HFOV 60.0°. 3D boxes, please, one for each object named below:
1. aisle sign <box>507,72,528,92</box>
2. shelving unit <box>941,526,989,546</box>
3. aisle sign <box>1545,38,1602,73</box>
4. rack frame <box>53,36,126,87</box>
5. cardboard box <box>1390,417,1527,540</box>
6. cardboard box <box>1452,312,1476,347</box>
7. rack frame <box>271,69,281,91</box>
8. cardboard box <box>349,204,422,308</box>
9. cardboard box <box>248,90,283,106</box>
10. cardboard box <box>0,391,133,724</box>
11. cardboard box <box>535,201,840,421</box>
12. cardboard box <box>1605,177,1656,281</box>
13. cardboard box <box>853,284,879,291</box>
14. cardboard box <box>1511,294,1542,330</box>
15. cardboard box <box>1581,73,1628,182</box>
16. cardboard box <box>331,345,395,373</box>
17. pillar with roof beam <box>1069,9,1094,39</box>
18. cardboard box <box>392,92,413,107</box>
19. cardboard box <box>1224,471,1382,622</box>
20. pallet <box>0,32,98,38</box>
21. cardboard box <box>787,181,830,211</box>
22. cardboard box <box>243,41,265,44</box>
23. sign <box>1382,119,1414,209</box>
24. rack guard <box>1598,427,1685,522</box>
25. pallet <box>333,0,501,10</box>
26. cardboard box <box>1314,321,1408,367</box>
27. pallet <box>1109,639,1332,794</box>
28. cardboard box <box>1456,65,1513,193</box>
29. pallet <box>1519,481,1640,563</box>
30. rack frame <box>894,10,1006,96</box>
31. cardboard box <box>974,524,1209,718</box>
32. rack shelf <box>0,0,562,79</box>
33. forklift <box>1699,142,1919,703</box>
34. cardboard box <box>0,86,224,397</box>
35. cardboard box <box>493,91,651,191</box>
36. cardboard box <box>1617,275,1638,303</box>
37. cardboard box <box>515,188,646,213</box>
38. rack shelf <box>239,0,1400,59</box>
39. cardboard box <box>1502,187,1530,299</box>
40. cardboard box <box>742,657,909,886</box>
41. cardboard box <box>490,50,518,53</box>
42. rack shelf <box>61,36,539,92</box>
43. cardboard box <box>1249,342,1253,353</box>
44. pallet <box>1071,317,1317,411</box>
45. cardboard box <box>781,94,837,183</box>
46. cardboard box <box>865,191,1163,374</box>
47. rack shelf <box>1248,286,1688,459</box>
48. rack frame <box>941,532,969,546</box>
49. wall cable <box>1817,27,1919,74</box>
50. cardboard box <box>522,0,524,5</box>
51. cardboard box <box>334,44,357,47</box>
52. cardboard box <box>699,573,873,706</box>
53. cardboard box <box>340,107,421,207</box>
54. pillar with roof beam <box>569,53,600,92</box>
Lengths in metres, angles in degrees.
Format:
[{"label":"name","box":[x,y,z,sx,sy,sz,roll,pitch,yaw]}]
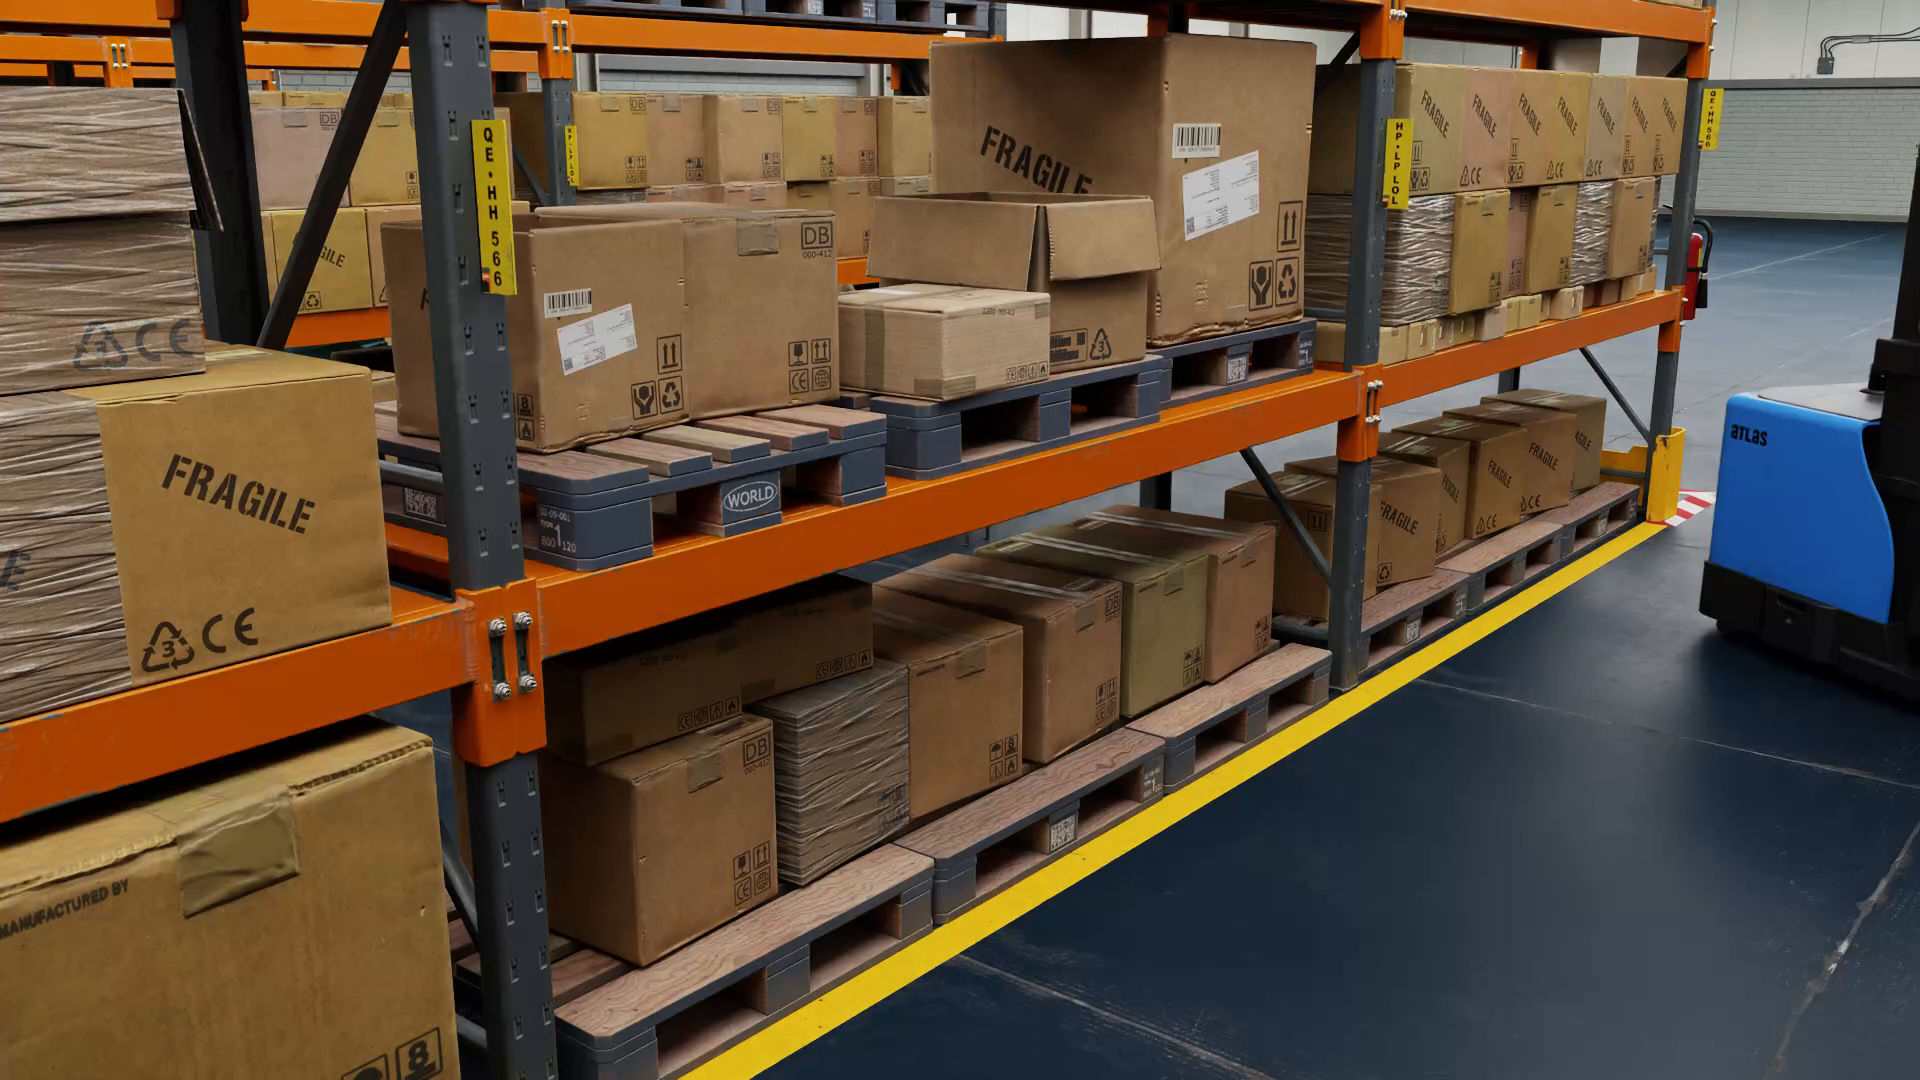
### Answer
[{"label":"aisle sign","box":[-4.203,-4.541,15.628,0.394,0.787,0.004,11,18,38]},{"label":"shelving unit","box":[0.009,-0.584,8.986,0.258,1.200,0.189,11,18,38]},{"label":"aisle sign","box":[3.513,-3.006,9.585,0.394,0.787,0.004,11,18,38]},{"label":"rack frame","box":[-6.515,-2.455,12.697,1.000,3.000,0.127,11,18,38]},{"label":"cardboard box","box":[2.545,-0.326,8.539,0.500,0.500,0.500,14,20,43]},{"label":"cardboard box","box":[2.015,-0.942,7.250,0.380,0.149,0.250,11,18,38]},{"label":"rack frame","box":[-7.864,-3.989,18.733,1.000,3.000,0.127,11,18,38]},{"label":"cardboard box","box":[-3.039,-1.519,8.808,0.500,0.500,0.500,11,18,37]},{"label":"cardboard box","box":[-5.731,-3.278,13.096,0.700,0.500,0.500,11,18,38]},{"label":"cardboard box","box":[-1.756,0.023,2.737,0.500,0.500,0.500,11,18,37]},{"label":"cardboard box","box":[-0.739,-0.640,4.494,0.500,0.500,0.700,-13,19,-41]},{"label":"cardboard box","box":[3.119,-1.665,8.778,0.875,0.500,0.500,11,18,38]},{"label":"cardboard box","box":[-1.013,-1.340,11.767,0.875,0.875,0.875,11,18,37]},{"label":"cardboard box","box":[2.495,-1.084,7.809,0.380,0.149,0.250,11,18,38]},{"label":"cardboard box","box":[2.928,-2.030,8.182,0.500,0.500,0.500,11,18,38]},{"label":"cardboard box","box":[-2.921,-0.689,9.460,1.050,0.750,0.750,11,18,37]},{"label":"pillar with roof beam","box":[5.659,-9.684,28.965,9.100,9.000,0.400,11,18,38]},{"label":"cardboard box","box":[-4.716,-3.558,14.198,0.700,0.500,0.500,11,18,37]},{"label":"cardboard box","box":[1.476,0.016,7.193,0.500,0.500,0.500,11,18,36]},{"label":"pallet","box":[-6.985,-3.717,11.950,1.213,0.211,1.003,11,18,38]},{"label":"cardboard box","box":[-1.364,-2.165,11.249,0.875,0.550,0.500,11,18,38]},{"label":"cardboard box","box":[-5.662,-3.957,13.026,0.380,0.149,0.250,12,19,39]},{"label":"sign","box":[1.627,-1.398,6.182,0.100,0.325,0.005,11,18,38]},{"label":"rack guard","box":[3.660,-0.462,9.926,1.175,0.500,0.348,11,18,38]},{"label":"pallet","box":[-3.139,-2.887,8.691,0.805,0.209,1.217,10,18,35]},{"label":"cardboard box","box":[1.562,-0.795,6.670,0.380,0.149,0.250,11,18,38]},{"label":"pallet","box":[0.705,0.579,6.415,1.003,0.211,1.213,11,18,38]},{"label":"cardboard box","box":[1.987,-1.742,7.050,0.500,0.500,0.500,11,18,38]},{"label":"pallet","box":[3.122,-0.172,9.370,1.003,0.211,1.213,11,18,38]},{"label":"rack frame","box":[-0.087,-2.475,12.773,1.000,3.000,0.127,11,18,38]},{"label":"cardboard box","box":[0.476,0.279,6.116,0.700,0.500,0.500,11,18,37]},{"label":"rack shelf","box":[-3.858,-2.431,7.969,1.077,0.370,4.000,11,18,38]},{"label":"forklift","box":[4.261,-0.716,5.987,1.130,2.935,3.031,-4,15,-16]},{"label":"cardboard box","box":[-1.793,-0.553,2.967,0.797,0.503,0.637,12,19,39]},{"label":"cardboard box","box":[-2.342,-2.370,9.863,0.875,0.550,0.550,11,18,38]},{"label":"cardboard box","box":[3.414,-1.376,8.958,0.380,0.149,0.250,11,18,38]},{"label":"cardboard box","box":[-2.378,-1.854,10.024,0.875,0.550,0.550,11,18,38]},{"label":"rack shelf","box":[-0.064,-1.644,4.871,1.077,0.370,4.000,11,18,38]},{"label":"cardboard box","box":[2.102,-1.393,7.706,0.875,0.500,0.500,11,18,38]},{"label":"cardboard box","box":[-0.576,0.603,4.841,0.700,0.500,0.500,9,17,33]},{"label":"cardboard box","box":[-4.138,-4.389,14.727,0.380,0.149,0.250,11,18,38]},{"label":"rack shelf","box":[-5.258,-3.944,13.924,1.077,0.370,4.000,11,18,38]},{"label":"cardboard box","box":[1.100,-0.887,7.032,0.380,0.149,0.250,11,18,38]},{"label":"pallet","box":[0.600,-0.705,6.196,1.003,0.211,1.213,11,18,38]},{"label":"cardboard box","box":[-1.314,-2.678,11.076,0.875,0.550,0.500,11,18,38]},{"label":"cardboard box","box":[0.176,-0.829,5.232,0.797,0.503,0.637,14,20,43]},{"label":"rack shelf","box":[2.450,-0.956,8.256,1.077,0.370,4.000,11,18,38]},{"label":"rack frame","box":[-0.048,-0.567,8.917,0.240,1.200,0.006,11,18,38]},{"label":"wall cable","box":[20.107,-13.184,35.836,2.305,6.003,0.169,11,18,38]},{"label":"cardboard box","box":[-3.984,-4.830,14.841,0.380,0.149,0.250,11,18,38]},{"label":"cardboard box","box":[-5.156,-4.105,13.608,0.380,0.149,0.250,11,18,38]},{"label":"cardboard box","box":[-0.597,0.243,4.735,0.500,0.250,0.500,-14,20,-43]},{"label":"cardboard box","box":[-3.230,-2.047,8.855,0.700,0.500,0.500,11,18,37]},{"label":"pillar with roof beam","box":[-1.883,-7.386,19.919,9.100,9.000,0.400,11,18,38]}]
